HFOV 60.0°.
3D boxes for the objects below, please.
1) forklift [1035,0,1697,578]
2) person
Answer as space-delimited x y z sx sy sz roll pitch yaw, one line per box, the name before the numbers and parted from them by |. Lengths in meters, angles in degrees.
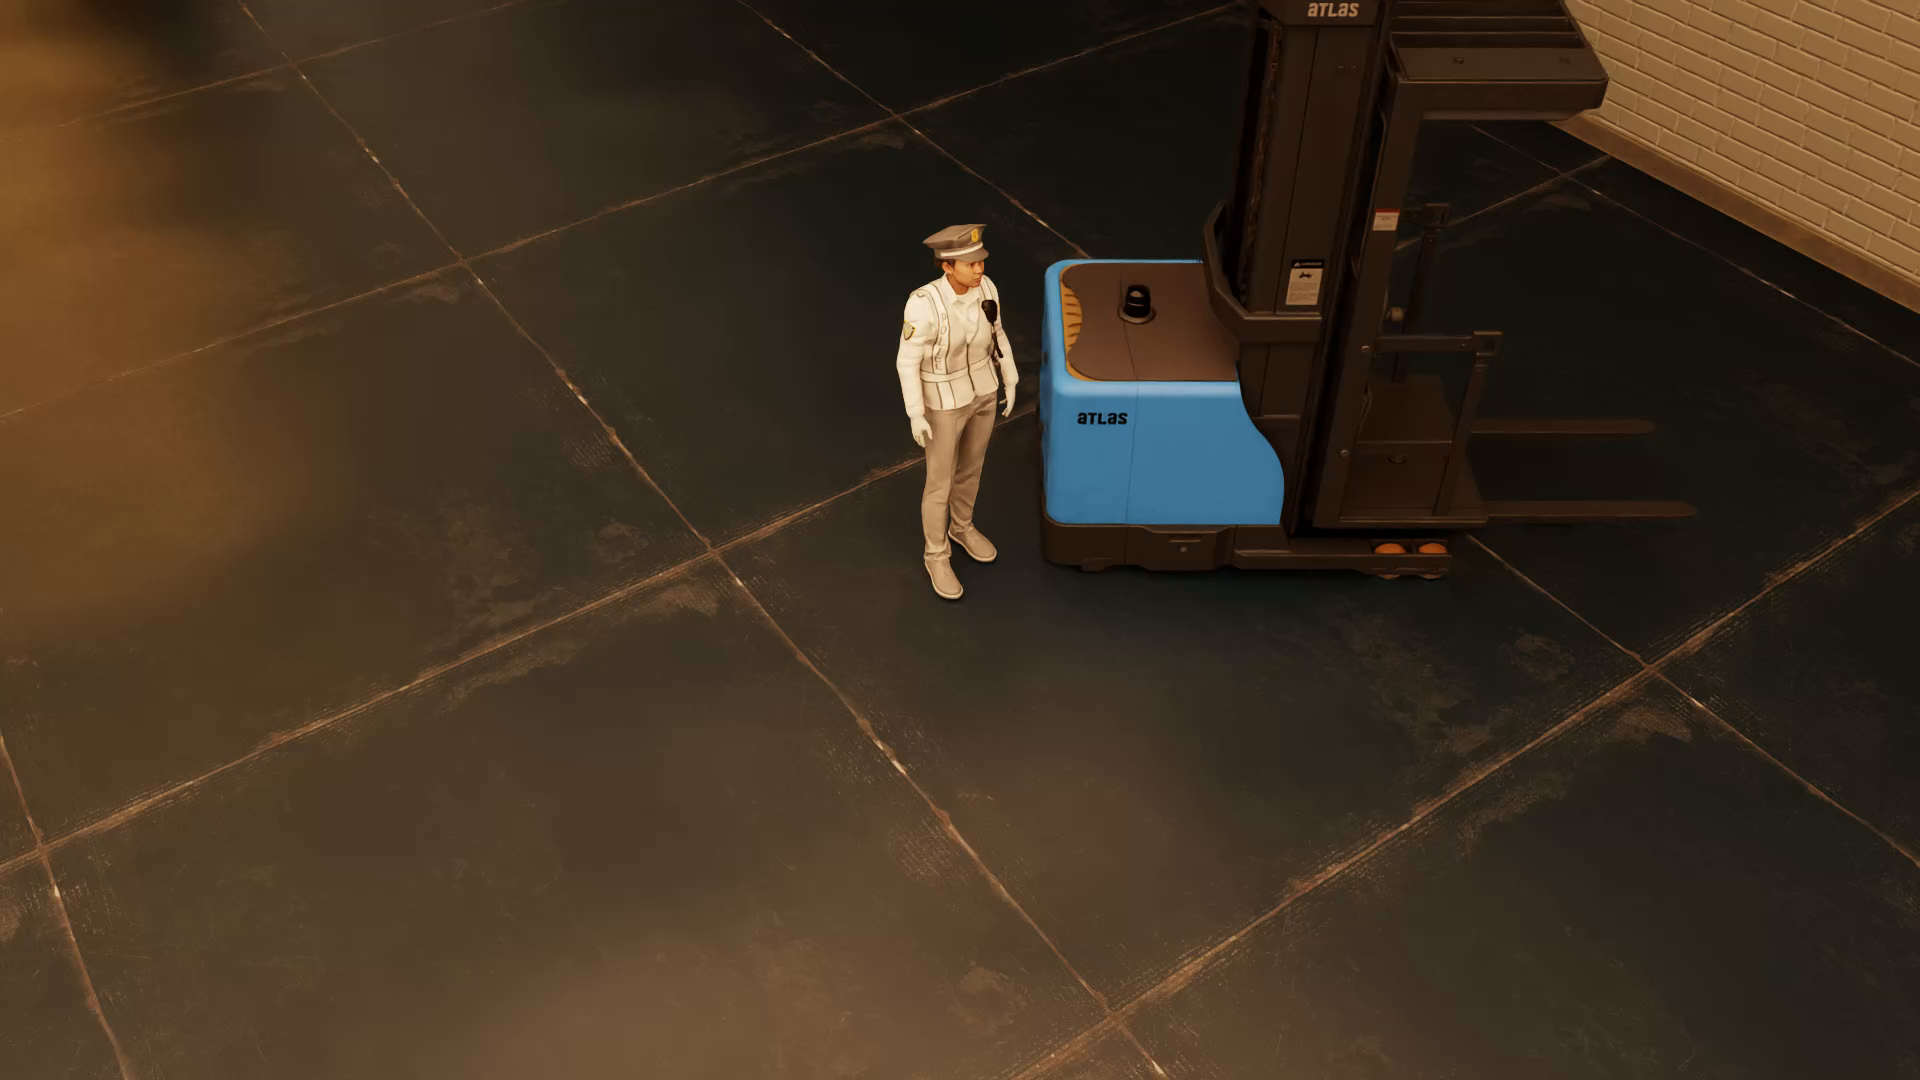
forklift | 1.893 -1.264 7.087 3.031 2.935 1.130 0 43 0
person | 0.033 -0.587 7.255 0.586 1.694 0.530 -25 48 -25
